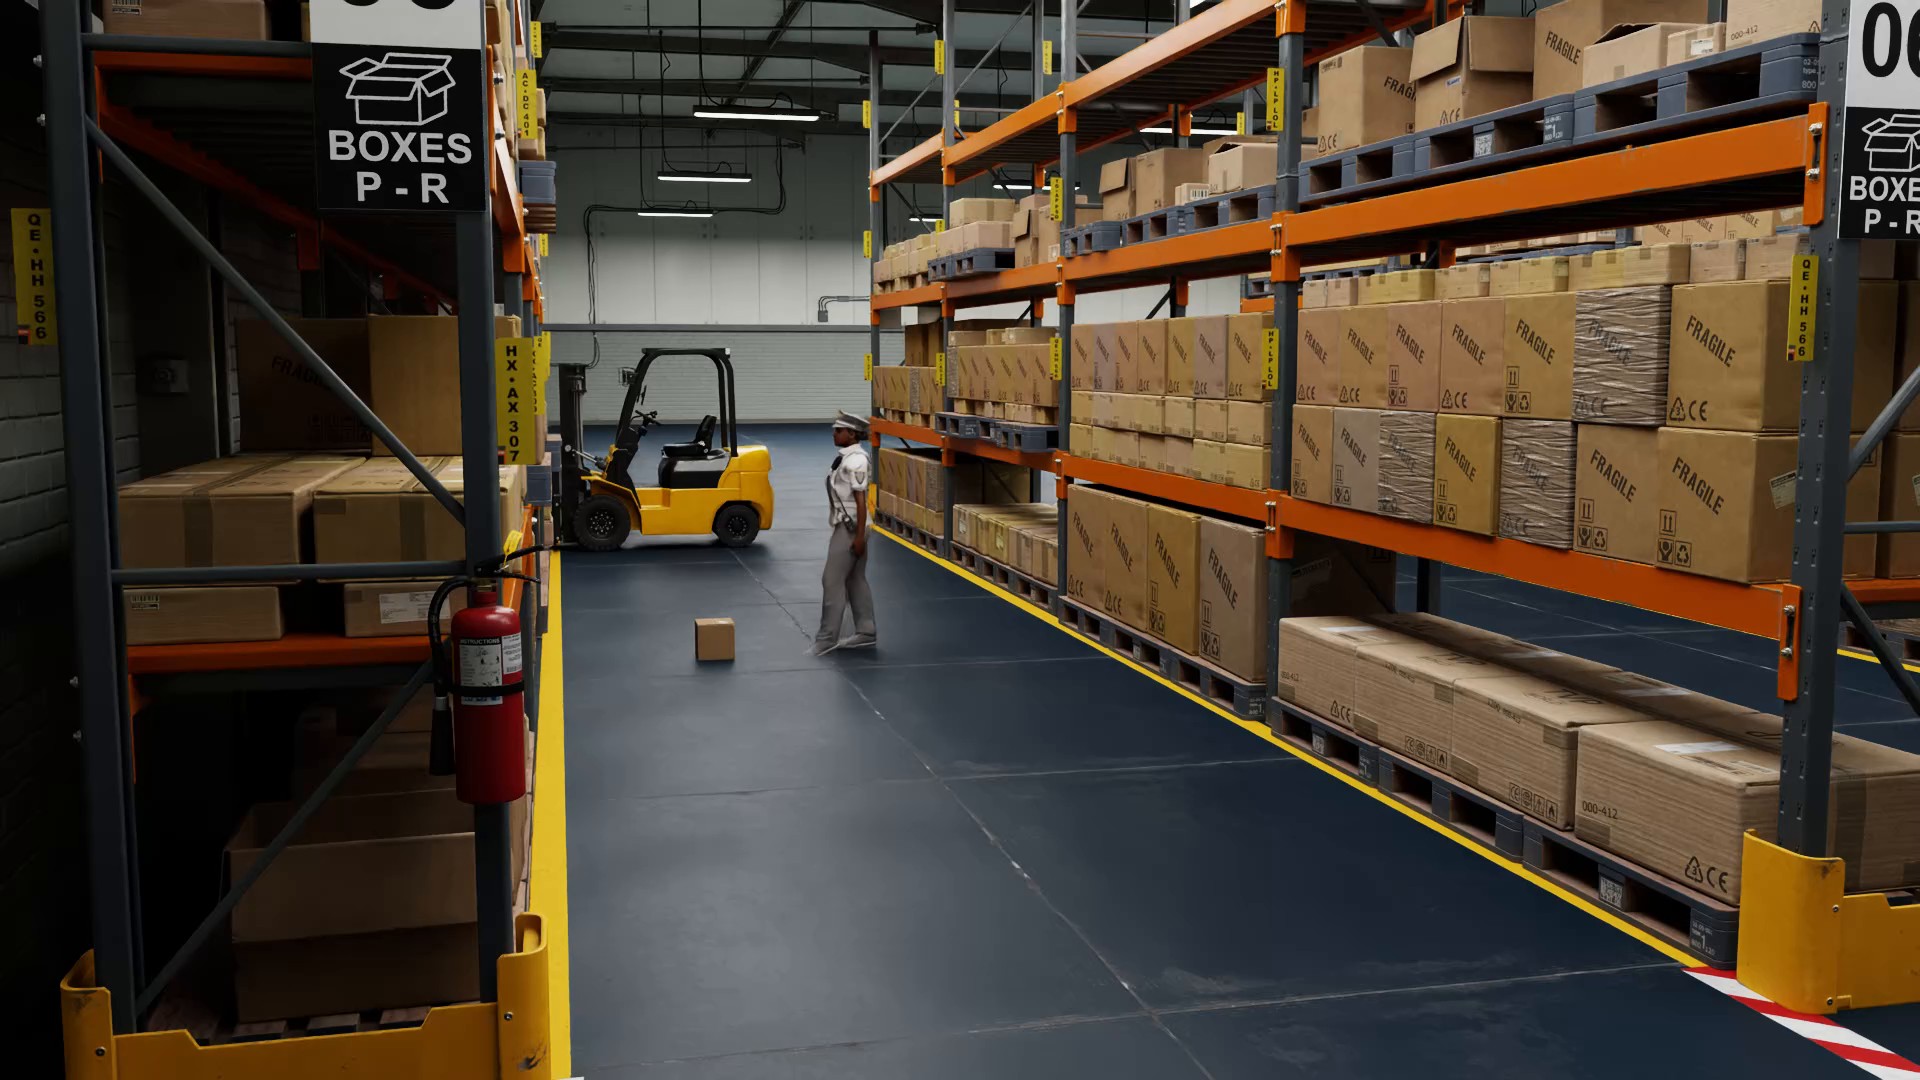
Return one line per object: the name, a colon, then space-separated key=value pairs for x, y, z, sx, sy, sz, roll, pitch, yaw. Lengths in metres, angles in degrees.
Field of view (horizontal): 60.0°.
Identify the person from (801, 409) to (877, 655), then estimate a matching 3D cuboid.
person: x=-0.857 y=-0.041 z=11.608 sx=0.560 sy=1.741 sz=0.462 roll=-1 pitch=6 yaw=-9
